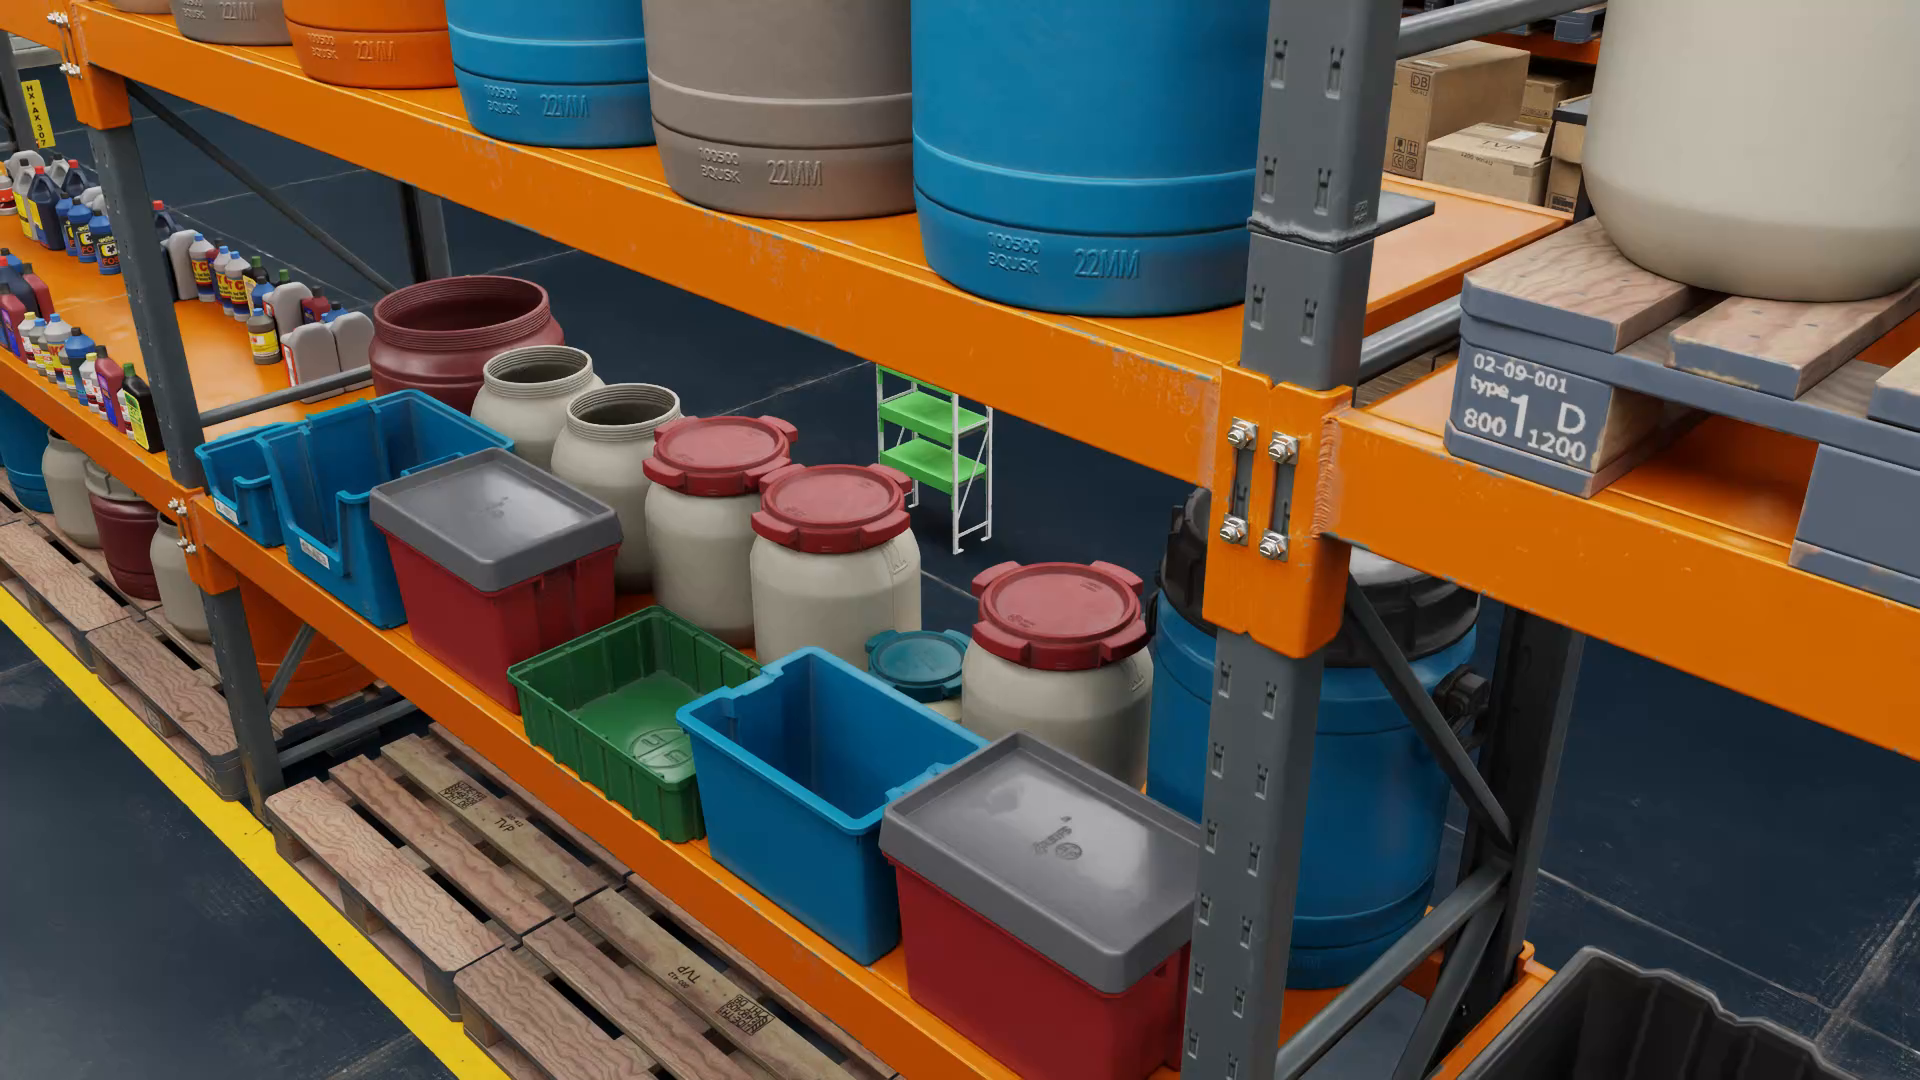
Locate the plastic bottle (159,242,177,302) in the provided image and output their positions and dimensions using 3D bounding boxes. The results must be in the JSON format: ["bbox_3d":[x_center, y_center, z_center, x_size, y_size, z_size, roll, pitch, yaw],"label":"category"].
[{"bbox_3d":[-3.302,-1.136,6.741,0.185,0.351,0.144,25,36,38],"label":"plastic bottle"}]

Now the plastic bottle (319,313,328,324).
[{"bbox_3d":[-2.324,-0.737,6.143,0.097,0.201,0.097,0,28,0],"label":"plastic bottle"}]

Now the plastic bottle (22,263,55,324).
[{"bbox_3d":[-3.542,-0.918,6.398,0.133,0.283,0.061,25,36,38],"label":"plastic bottle"}]

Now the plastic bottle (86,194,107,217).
[{"bbox_3d":[-3.738,-1.399,7.322,0.135,0.276,0.152,25,36,38],"label":"plastic bottle"}]

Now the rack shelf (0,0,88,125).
[{"bbox_3d":[-3.535,-2.160,6.185,4.000,0.370,1.077,25,36,38],"label":"rack shelf"}]

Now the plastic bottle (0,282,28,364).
[{"bbox_3d":[-3.512,-0.810,6.193,0.133,0.283,0.061,25,36,38],"label":"plastic bottle"}]

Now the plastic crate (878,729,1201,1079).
[{"bbox_3d":[0.183,0.722,3.085,0.583,0.464,0.402,25,36,38],"label":"plastic crate"}]

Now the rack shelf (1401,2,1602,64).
[{"bbox_3d":[3.487,-4.089,13.077,4.000,0.370,1.077,25,36,38],"label":"rack shelf"}]

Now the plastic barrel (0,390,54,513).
[{"bbox_3d":[-4.081,-0.646,7.560,0.708,0.901,0.600,25,36,38],"label":"plastic barrel"}]

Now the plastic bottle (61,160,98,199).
[{"bbox_3d":[-3.945,-1.530,7.490,0.185,0.351,0.144,25,36,38],"label":"plastic bottle"}]

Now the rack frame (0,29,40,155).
[{"bbox_3d":[-4.961,-1.803,7.957,0.127,3.000,1.000,25,36,38],"label":"rack frame"}]

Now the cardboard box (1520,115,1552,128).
[{"bbox_3d":[4.260,-2.962,12.396,0.500,0.500,0.500,24,36,38],"label":"cardboard box"}]

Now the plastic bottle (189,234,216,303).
[{"bbox_3d":[-3.078,-1.113,6.783,0.097,0.271,0.097,0,28,0],"label":"plastic bottle"}]

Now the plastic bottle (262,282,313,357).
[{"bbox_3d":[-2.521,-0.843,6.263,0.135,0.276,0.152,25,36,38],"label":"plastic bottle"}]

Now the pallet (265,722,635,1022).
[{"bbox_3d":[-1.584,1.002,5.618,1.213,0.211,1.003,25,36,38],"label":"pallet"}]

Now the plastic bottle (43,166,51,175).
[{"bbox_3d":[-4.193,-1.608,7.718,0.135,0.276,0.152,25,36,38],"label":"plastic bottle"}]

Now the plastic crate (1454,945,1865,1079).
[{"bbox_3d":[1.027,1.047,2.602,0.504,0.338,0.767,25,36,38],"label":"plastic crate"}]

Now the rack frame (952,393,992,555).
[{"bbox_3d":[0.056,-0.505,7.422,0.015,1.200,0.240,25,36,38],"label":"rack frame"}]

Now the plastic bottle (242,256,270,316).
[{"bbox_3d":[-2.749,-0.980,6.516,0.133,0.283,0.061,25,36,38],"label":"plastic bottle"}]

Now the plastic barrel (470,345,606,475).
[{"bbox_3d":[-1.226,-0.283,4.945,0.421,0.512,0.421,0,28,0],"label":"plastic barrel"}]

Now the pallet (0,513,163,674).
[{"bbox_3d":[-3.566,0.095,7.343,1.213,0.211,1.003,25,36,38],"label":"pallet"}]

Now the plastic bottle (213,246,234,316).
[{"bbox_3d":[-2.914,-1.038,6.640,0.097,0.271,0.097,0,28,0],"label":"plastic bottle"}]

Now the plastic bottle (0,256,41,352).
[{"bbox_3d":[-3.596,-0.905,6.302,0.185,0.351,0.144,25,36,38],"label":"plastic bottle"}]

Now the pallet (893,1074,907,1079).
[{"bbox_3d":[0.156,1.798,4.104,1.213,0.211,1.003,25,36,38],"label":"pallet"}]

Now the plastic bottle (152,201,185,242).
[{"bbox_3d":[-3.291,-1.231,6.921,0.185,0.351,0.144,25,36,38],"label":"plastic bottle"}]

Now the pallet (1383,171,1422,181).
[{"bbox_3d":[1.946,-1.860,8.270,1.003,0.211,1.213,25,36,38],"label":"pallet"}]

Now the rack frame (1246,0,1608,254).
[{"bbox_3d":[0.743,-1.848,1.596,0.127,3.000,1.000,25,36,38],"label":"rack frame"}]

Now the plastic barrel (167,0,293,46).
[{"bbox_3d":[-1.676,-1.708,4.013,0.600,0.901,0.600,0,28,0],"label":"plastic barrel"}]

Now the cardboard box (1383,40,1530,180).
[{"bbox_3d":[2.245,-2.060,7.886,0.700,0.500,0.500,-19,33,-32],"label":"cardboard box"}]

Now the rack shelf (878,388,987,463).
[{"bbox_3d":[-0.118,-0.529,7.603,0.480,0.148,0.258,25,36,38],"label":"rack shelf"}]

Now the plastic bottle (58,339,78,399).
[{"bbox_3d":[-3.139,-0.615,5.910,0.097,0.201,0.097,0,28,0],"label":"plastic bottle"}]

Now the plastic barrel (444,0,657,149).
[{"bbox_3d":[-0.704,-1.263,3.168,0.708,0.901,0.600,25,36,38],"label":"plastic barrel"}]

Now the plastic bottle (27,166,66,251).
[{"bbox_3d":[-4.046,-1.482,7.399,0.185,0.351,0.144,25,36,38],"label":"plastic bottle"}]

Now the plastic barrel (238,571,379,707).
[{"bbox_3d":[-2.470,0.122,6.175,0.708,0.830,0.600,25,36,38],"label":"plastic barrel"}]

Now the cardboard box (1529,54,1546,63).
[{"bbox_3d":[4.229,-3.637,12.873,0.500,0.250,0.500,24,36,38],"label":"cardboard box"}]

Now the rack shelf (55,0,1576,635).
[{"bbox_3d":[-0.683,-0.855,3.703,4.000,0.370,1.077,25,36,38],"label":"rack shelf"}]

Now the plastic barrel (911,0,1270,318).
[{"bbox_3d":[0.228,-0.836,2.356,0.708,0.901,0.600,25,36,38],"label":"plastic barrel"}]

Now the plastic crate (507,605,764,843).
[{"bbox_3d":[-0.697,0.426,3.944,0.662,0.188,0.450,25,36,38],"label":"plastic crate"}]

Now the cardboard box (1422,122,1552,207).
[{"bbox_3d":[2.397,-1.638,7.352,0.500,0.250,0.500,23,36,37],"label":"cardboard box"}]

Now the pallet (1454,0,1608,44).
[{"bbox_3d":[4.330,-3.867,12.088,1.003,0.211,1.213,25,36,38],"label":"pallet"}]

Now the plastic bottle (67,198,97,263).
[{"bbox_3d":[-3.812,-1.350,7.233,0.097,0.271,0.097,0,28,0],"label":"plastic bottle"}]

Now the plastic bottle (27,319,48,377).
[{"bbox_3d":[-3.347,-0.710,6.091,0.097,0.201,0.097,0,28,0],"label":"plastic bottle"}]

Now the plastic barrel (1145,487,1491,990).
[{"bbox_3d":[0.680,0.358,3.307,0.708,0.901,0.600,25,36,38],"label":"plastic barrel"}]

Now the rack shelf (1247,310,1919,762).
[{"bbox_3d":[2.169,0.450,1.221,4.000,0.370,1.077,25,36,38],"label":"rack shelf"}]

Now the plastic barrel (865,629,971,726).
[{"bbox_3d":[-0.093,0.385,3.943,0.301,0.262,0.301,0,28,0],"label":"plastic barrel"}]

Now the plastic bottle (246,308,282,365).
[{"bbox_3d":[-2.595,-0.762,6.190,0.097,0.201,0.097,0,28,0],"label":"plastic bottle"}]

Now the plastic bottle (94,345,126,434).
[{"bbox_3d":[-2.861,-0.512,5.627,0.133,0.283,0.061,25,36,38],"label":"plastic bottle"}]

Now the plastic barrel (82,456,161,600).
[{"bbox_3d":[-3.275,-0.139,6.932,0.708,0.588,0.600,25,36,38],"label":"plastic barrel"}]

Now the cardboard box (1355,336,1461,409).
[{"bbox_3d":[2.260,-0.842,8.341,0.500,0.500,0.700,21,34,34],"label":"cardboard box"}]

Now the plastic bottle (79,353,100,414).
[{"bbox_3d":[-3.000,-0.551,5.789,0.097,0.201,0.097,0,28,0],"label":"plastic bottle"}]

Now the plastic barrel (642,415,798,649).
[{"bbox_3d":[-0.617,-0.019,4.417,0.433,0.535,0.433,0,28,0],"label":"plastic barrel"}]

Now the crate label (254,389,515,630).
[{"bbox_3d":[-1.590,-0.100,4.679,0.616,0.435,0.502,25,36,38],"label":"crate label"}]

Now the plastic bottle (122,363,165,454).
[{"bbox_3d":[-2.697,-0.437,5.483,0.133,0.283,0.061,25,36,38],"label":"plastic bottle"}]

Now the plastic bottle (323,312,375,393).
[{"bbox_3d":[-2.191,-0.692,5.976,0.135,0.276,0.152,25,36,38],"label":"plastic bottle"}]

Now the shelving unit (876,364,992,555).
[{"bbox_3d":[-0.118,-0.585,7.573,0.503,1.200,0.258,25,36,38],"label":"shelving unit"}]

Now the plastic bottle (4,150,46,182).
[{"bbox_3d":[-4.454,-1.727,7.945,0.135,0.276,0.152,25,36,38],"label":"plastic bottle"}]
